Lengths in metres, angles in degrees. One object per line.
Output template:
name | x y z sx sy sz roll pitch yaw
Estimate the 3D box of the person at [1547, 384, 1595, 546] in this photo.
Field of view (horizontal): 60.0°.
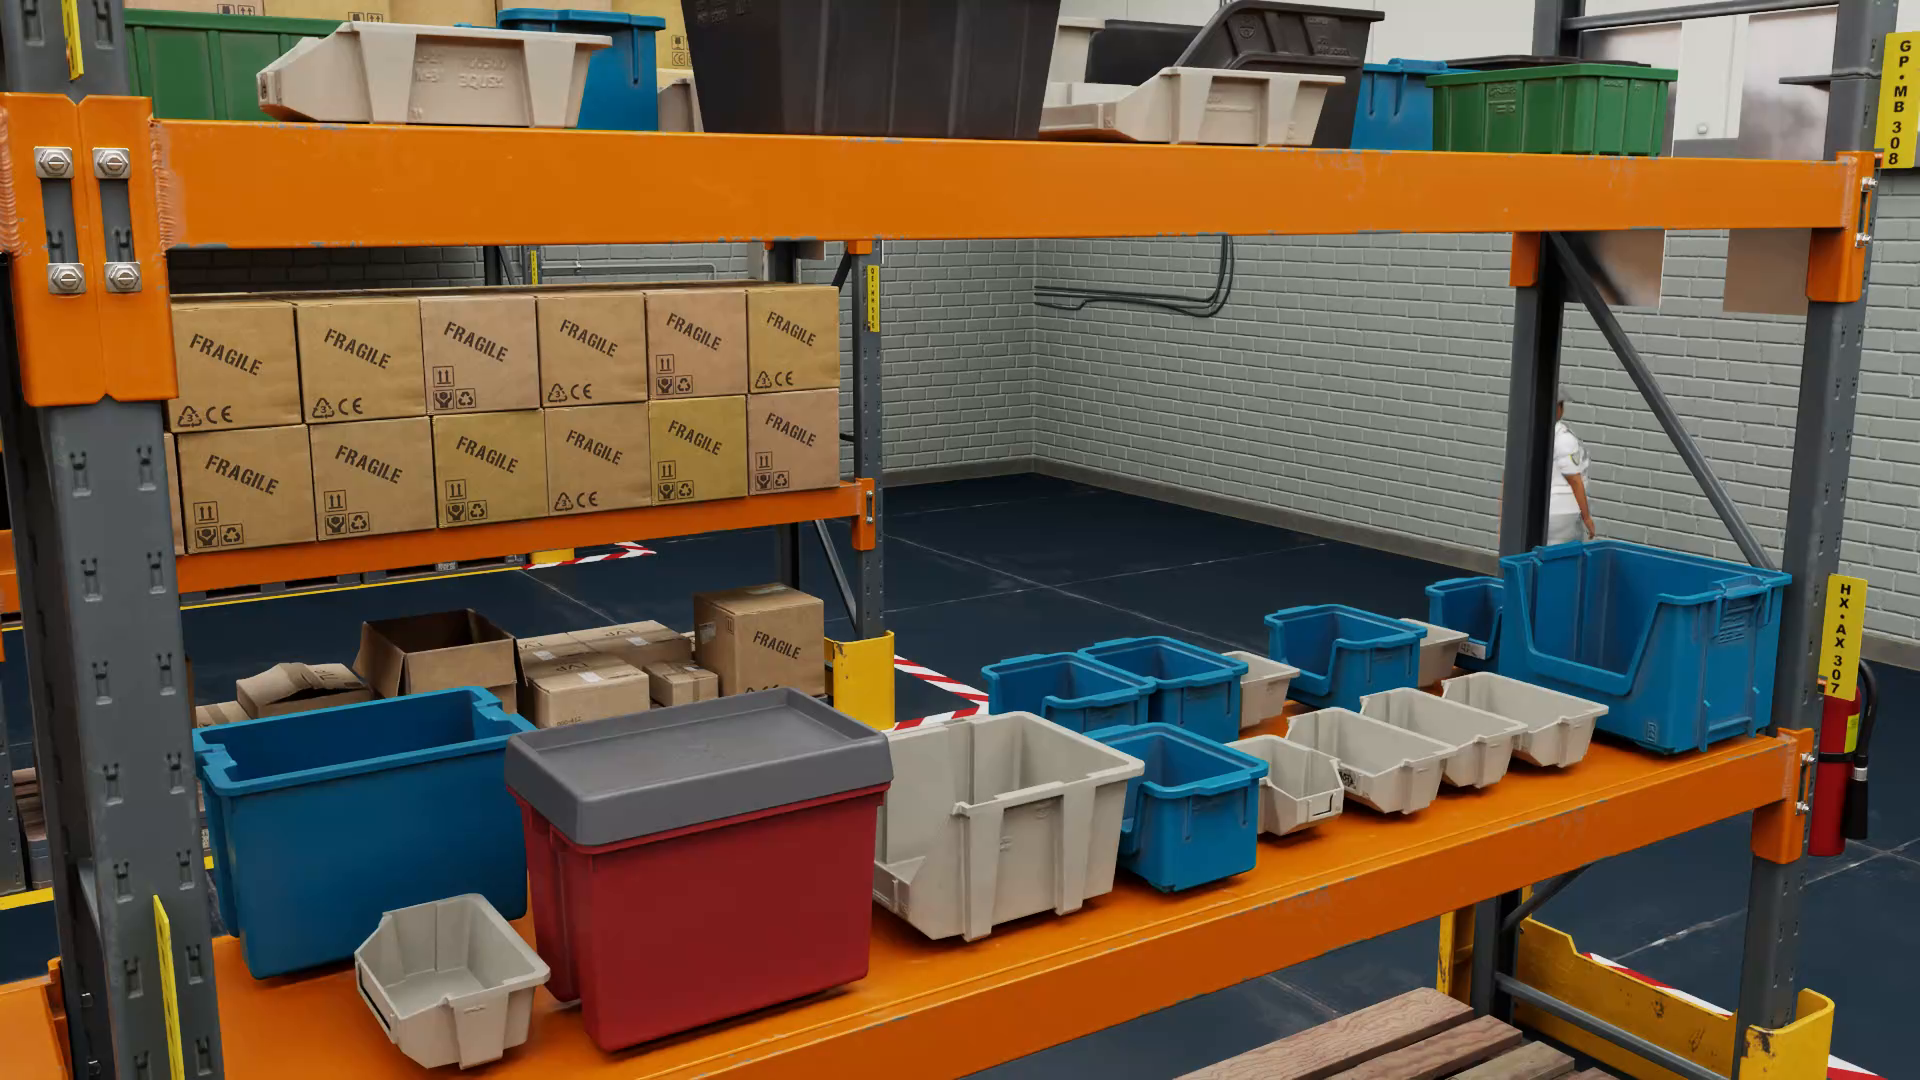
person | 3.636 -0.160 10.194 0.846 1.629 0.473 -5 12 -22
